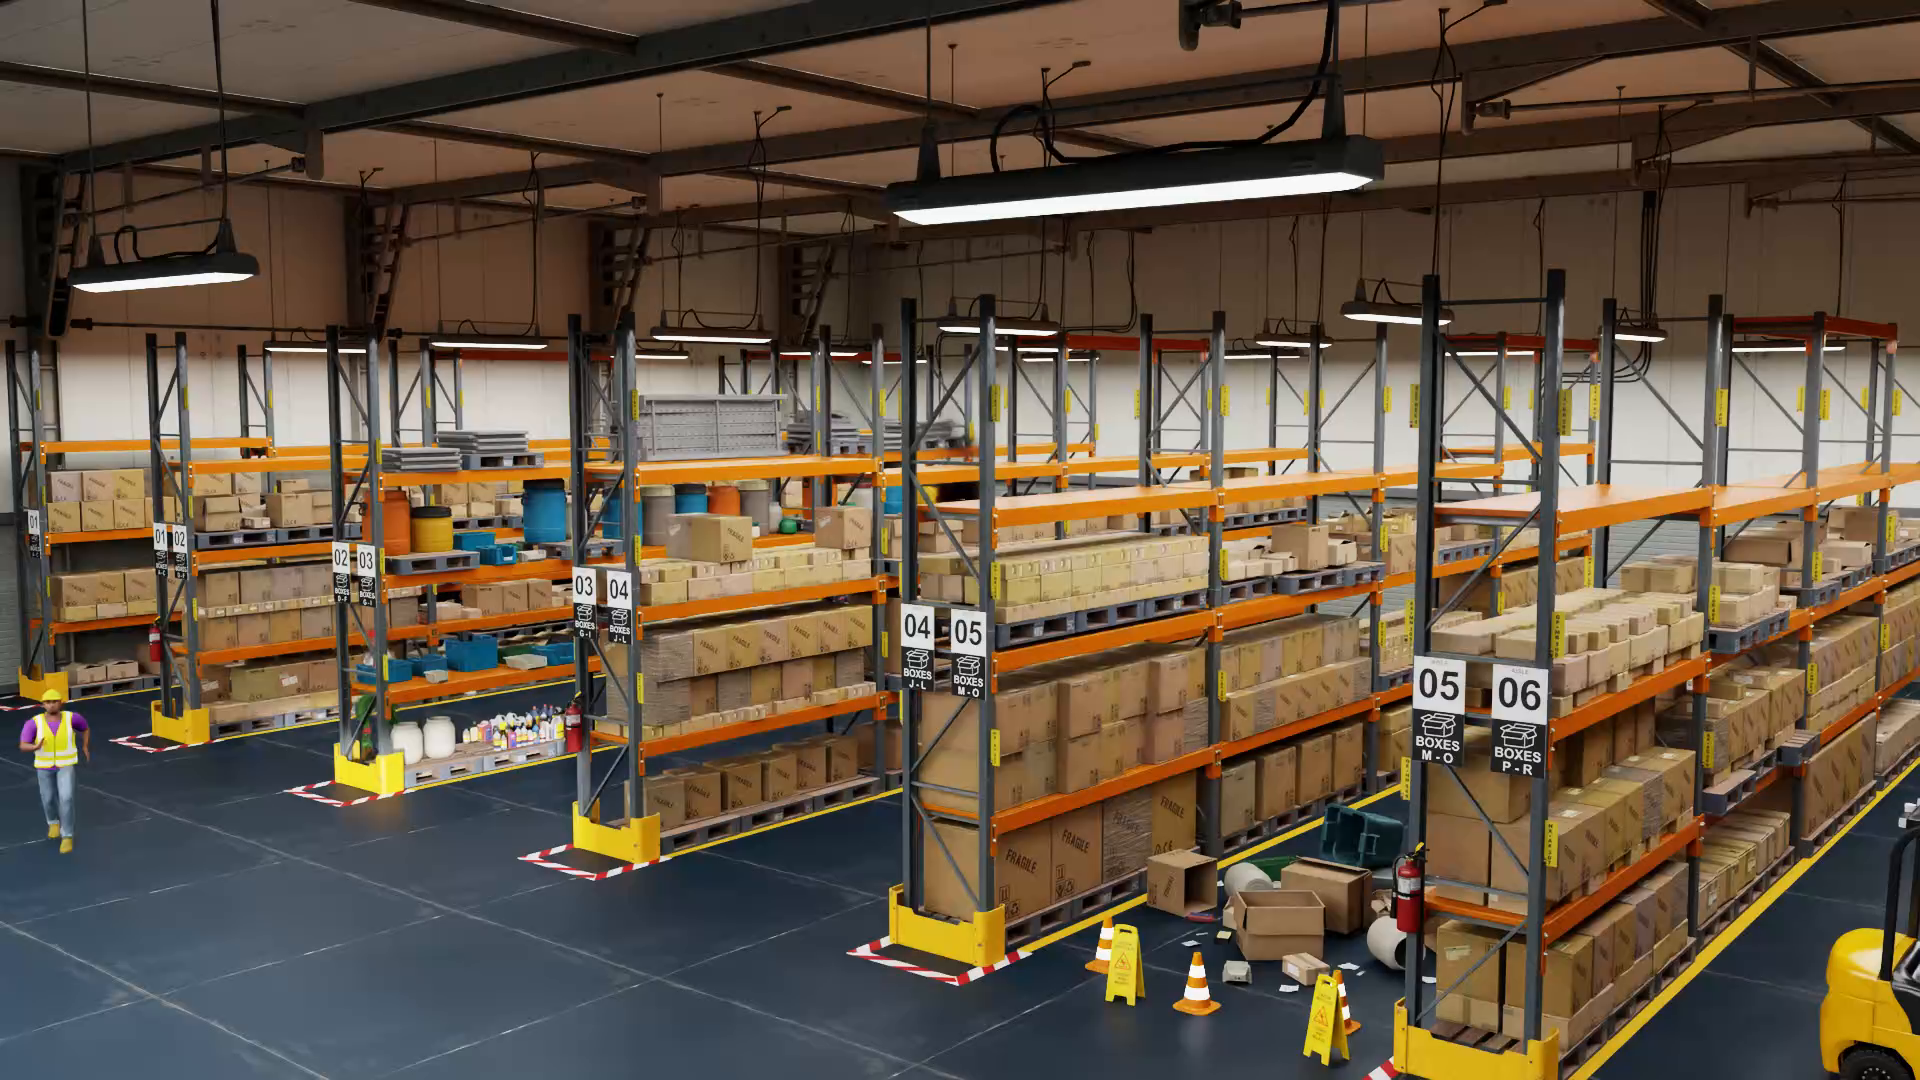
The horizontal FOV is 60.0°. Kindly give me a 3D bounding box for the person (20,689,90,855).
[{"bbox_3d":[-10.218,2.577,18.794,0.683,1.802,0.883,-2,6,-24],"label":"person"}]

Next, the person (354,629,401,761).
[{"bbox_3d":[-8.203,2.161,23.433,0.643,1.844,0.876,3,6,29],"label":"person"}]
